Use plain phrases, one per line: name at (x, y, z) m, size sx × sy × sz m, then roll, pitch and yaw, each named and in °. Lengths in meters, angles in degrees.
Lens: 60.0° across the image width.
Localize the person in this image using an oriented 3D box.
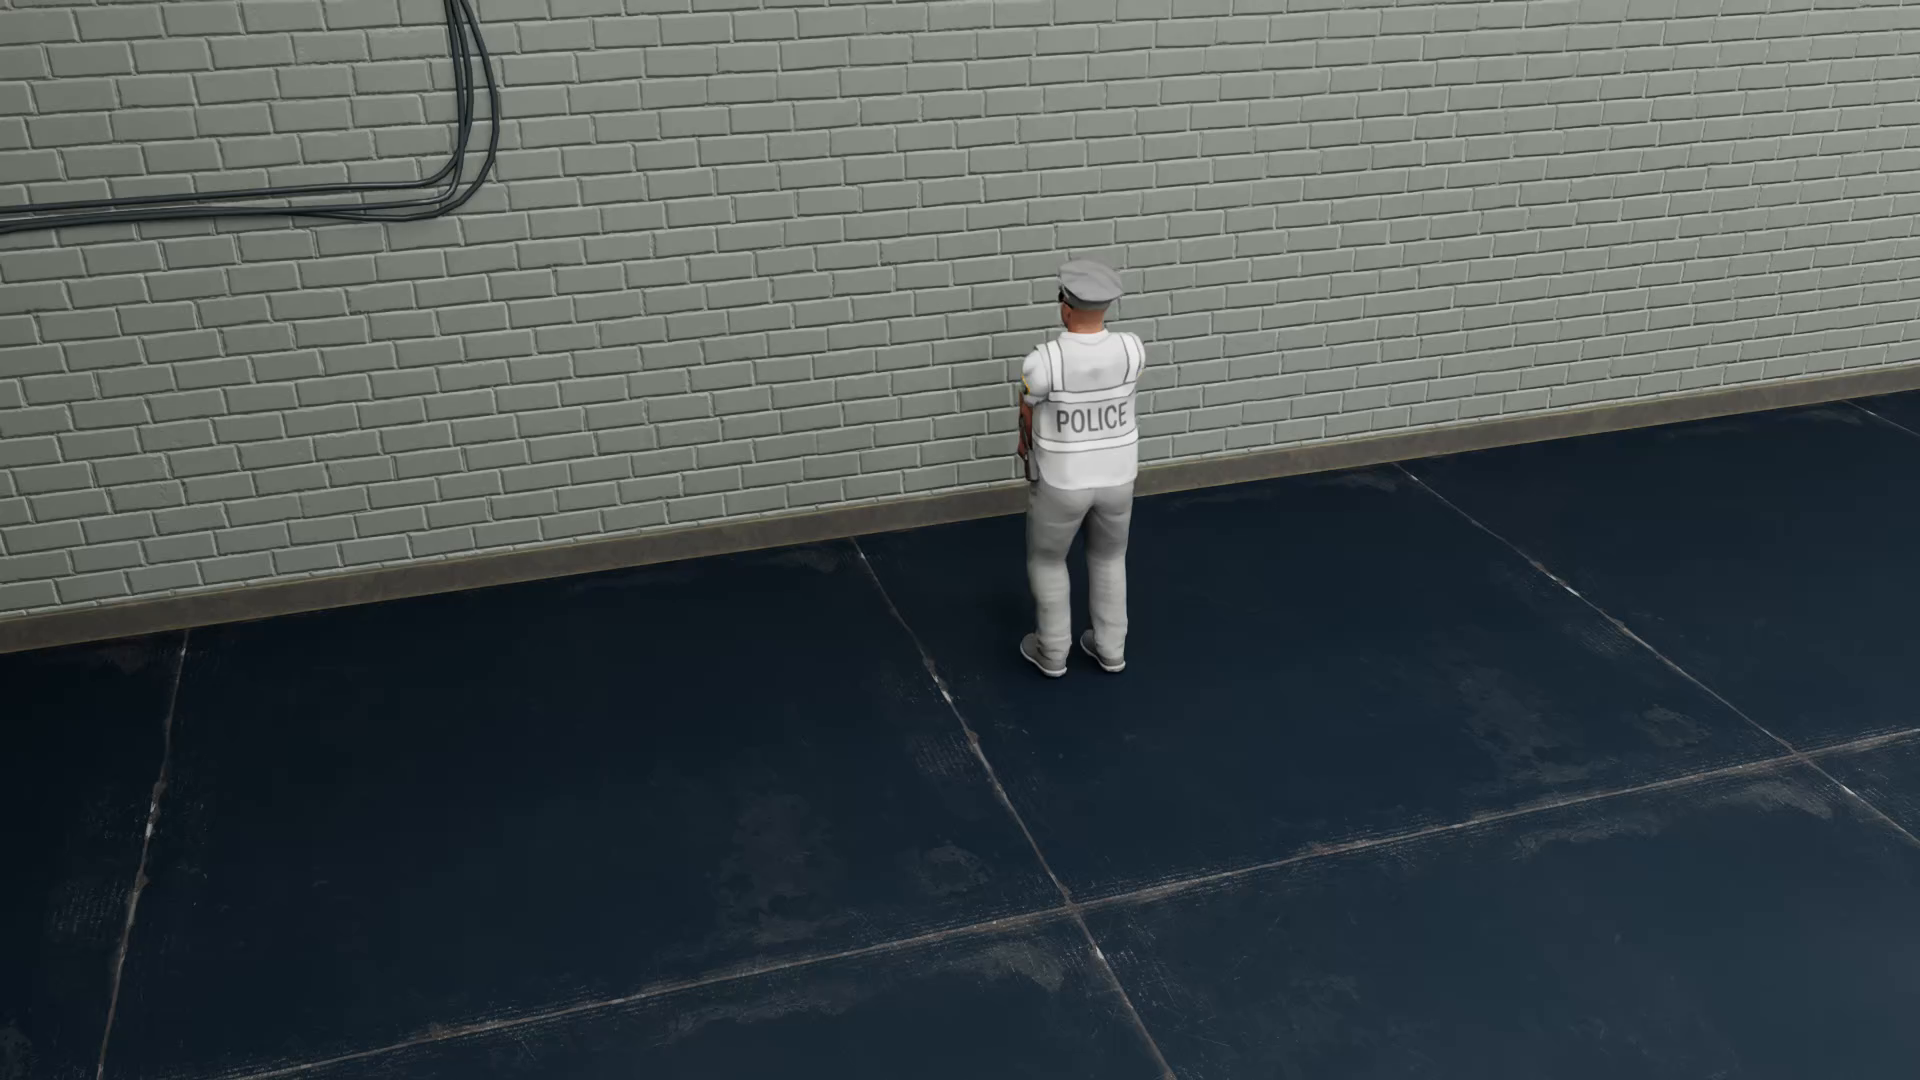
person at (0.443, -0.290, 6.685) m, size 0.490 × 1.767 × 0.566 m, roll -8°, pitch 27°, yaw -16°
